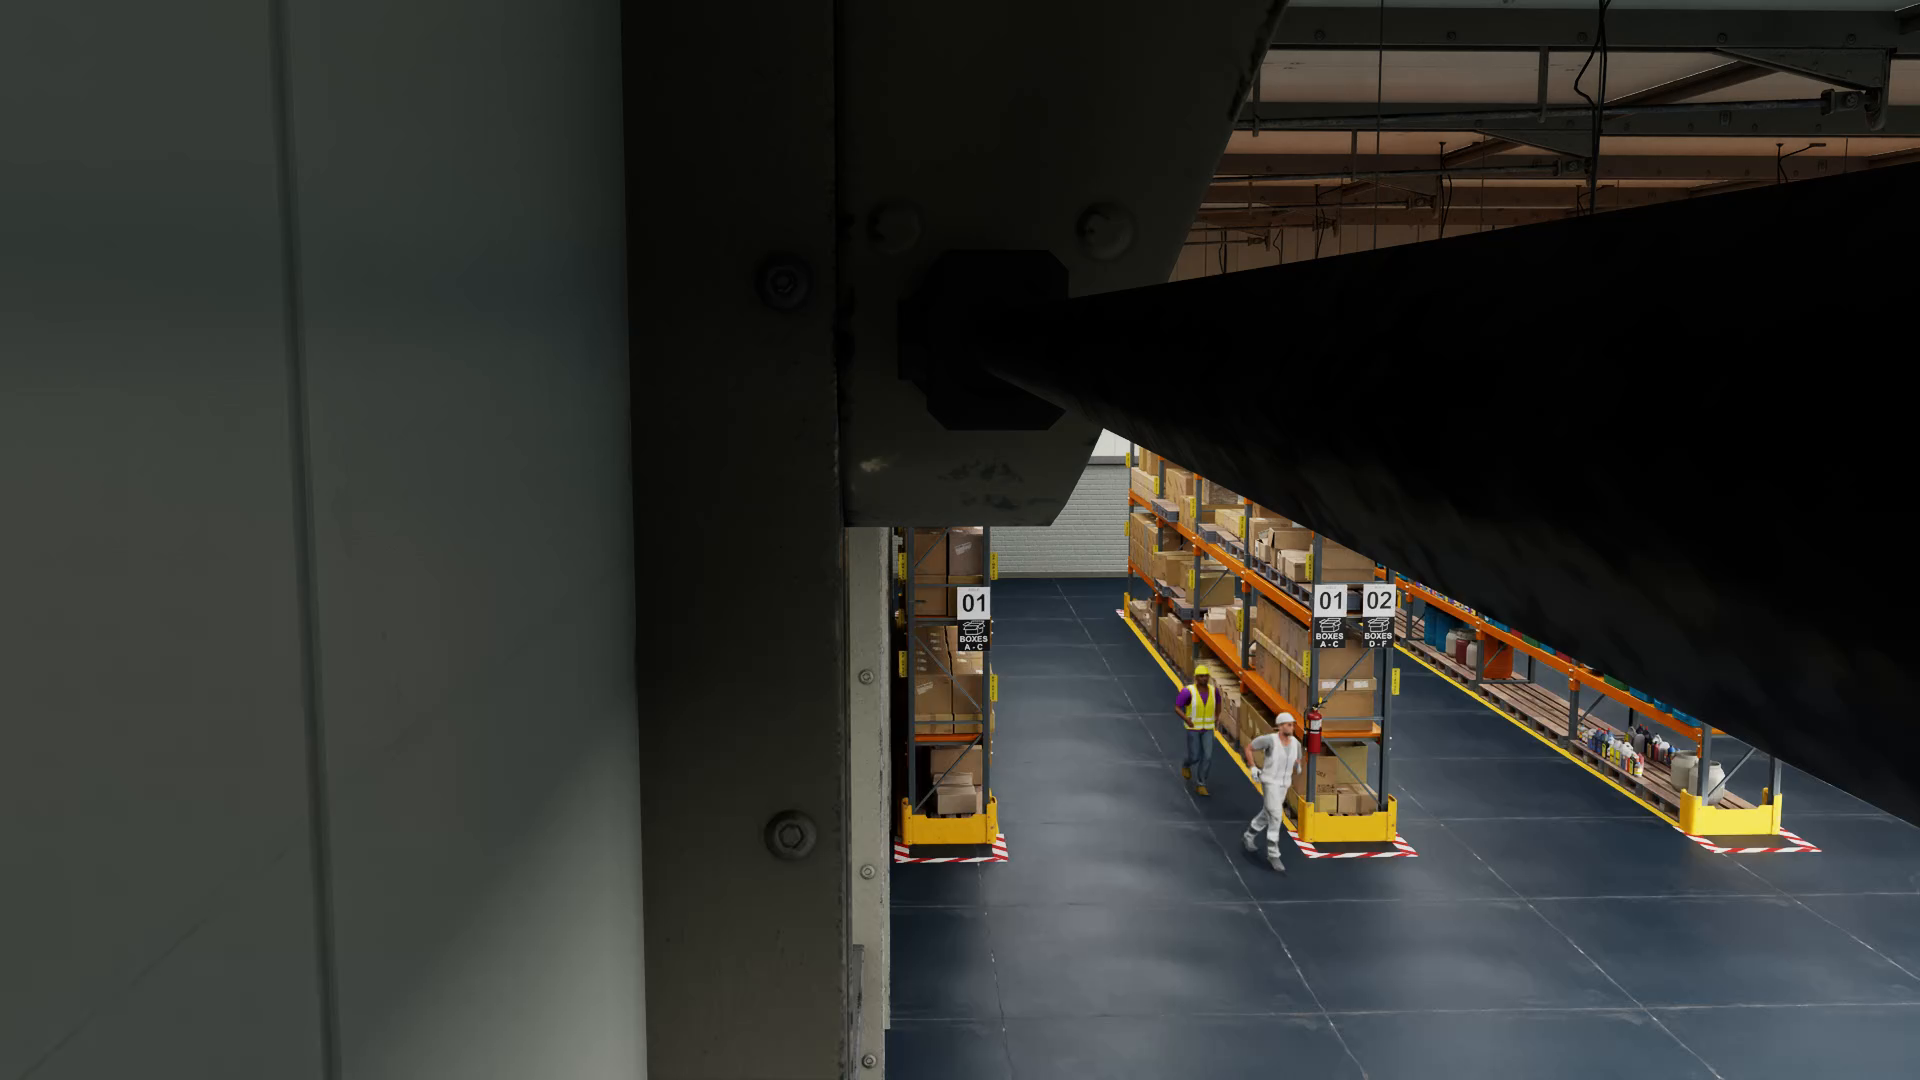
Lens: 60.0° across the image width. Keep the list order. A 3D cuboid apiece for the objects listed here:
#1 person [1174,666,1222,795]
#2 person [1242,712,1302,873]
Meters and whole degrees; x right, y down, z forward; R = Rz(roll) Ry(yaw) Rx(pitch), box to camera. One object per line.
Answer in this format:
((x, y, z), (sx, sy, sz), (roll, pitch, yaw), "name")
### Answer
((3.268, 2.563, 22.722), (0.687, 1.743, 0.768), (-2, 7, -12), "person")
((3.769, 2.924, 19.774), (0.677, 1.784, 0.904), (-4, 9, -31), "person")
